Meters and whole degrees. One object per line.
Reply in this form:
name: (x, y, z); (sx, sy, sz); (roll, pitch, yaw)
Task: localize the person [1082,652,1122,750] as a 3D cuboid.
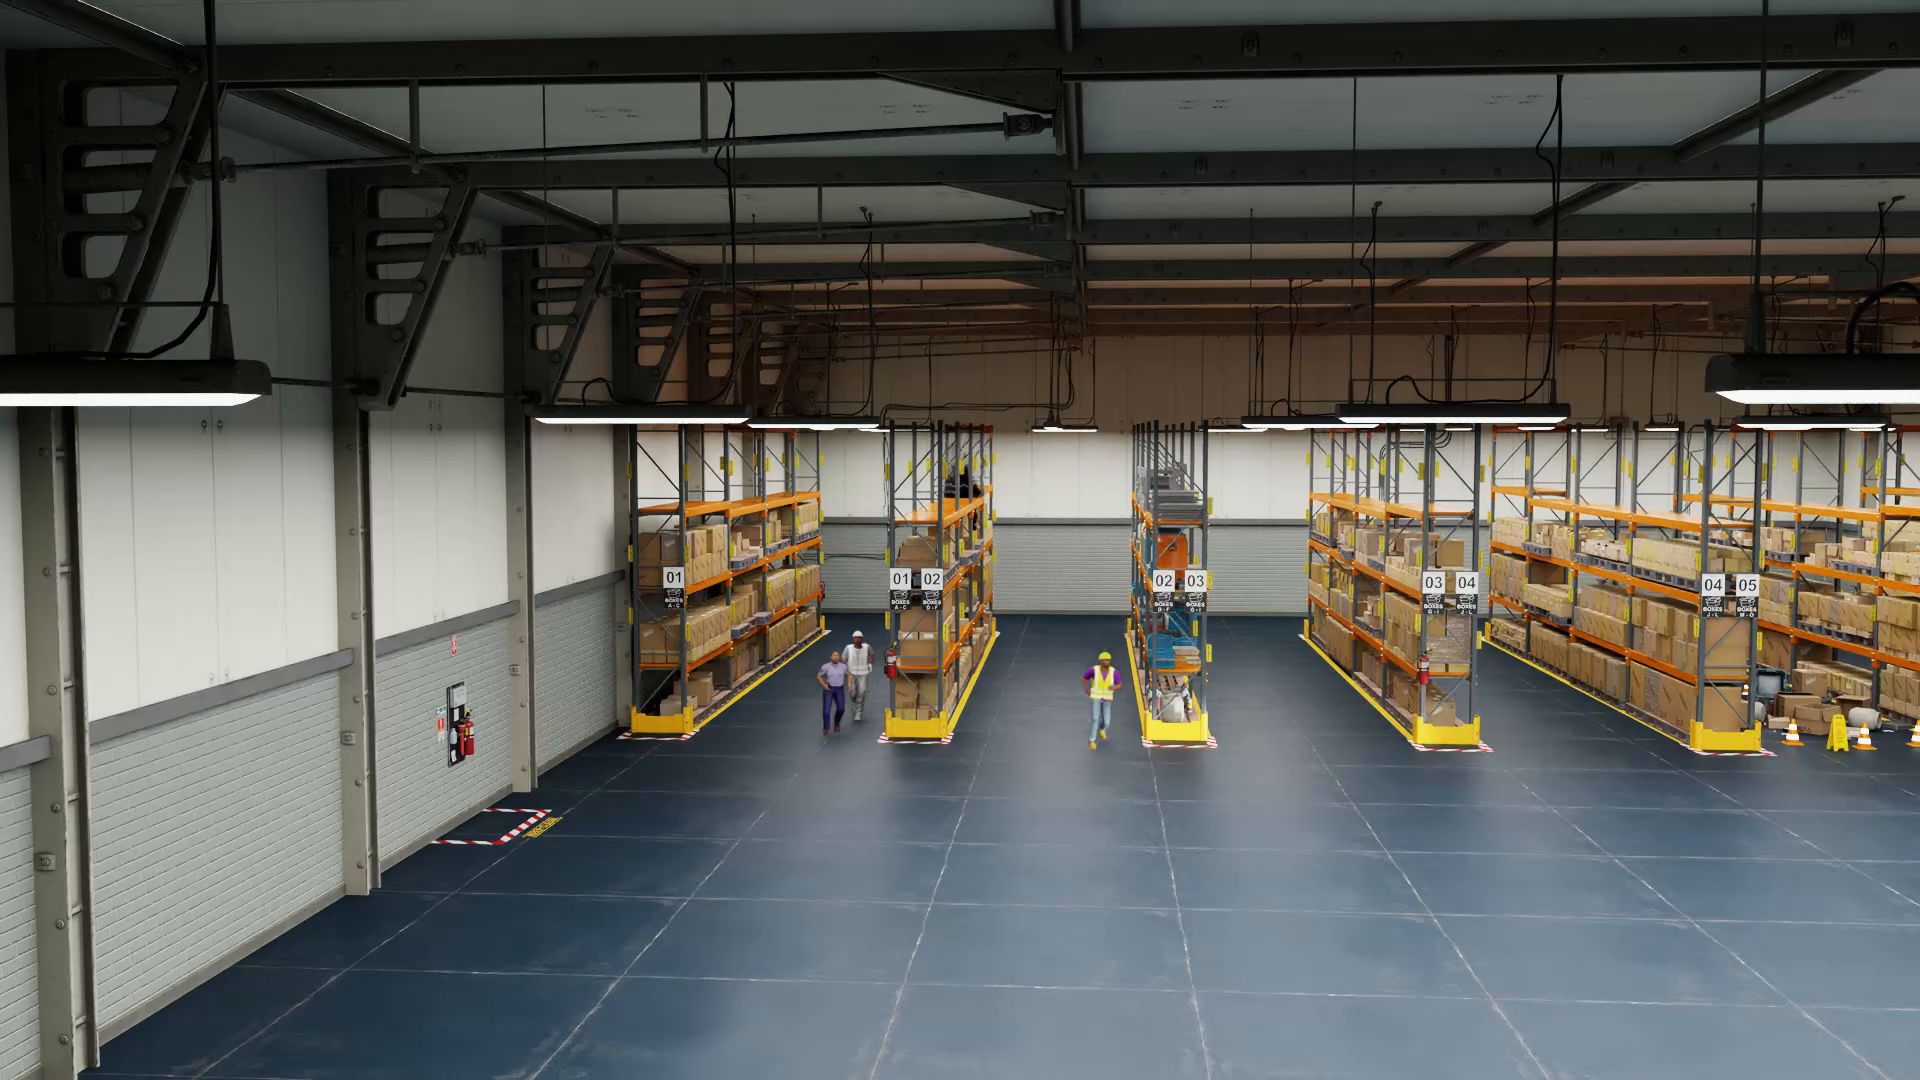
person: (2.633, 2.935, 30.678); (0.729, 1.736, 0.889); (0, 4, -7)

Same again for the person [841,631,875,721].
person: (-2.055, 2.709, 33.478); (0.686, 1.765, 0.953); (0, 4, -2)

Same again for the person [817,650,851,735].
person: (-2.403, 2.923, 31.717); (0.647, 1.586, 0.507); (-1, 4, -9)

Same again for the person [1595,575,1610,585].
person: (18.318, 1.845, 47.374); (0.986, 1.839, 0.731); (1, 4, 10)
